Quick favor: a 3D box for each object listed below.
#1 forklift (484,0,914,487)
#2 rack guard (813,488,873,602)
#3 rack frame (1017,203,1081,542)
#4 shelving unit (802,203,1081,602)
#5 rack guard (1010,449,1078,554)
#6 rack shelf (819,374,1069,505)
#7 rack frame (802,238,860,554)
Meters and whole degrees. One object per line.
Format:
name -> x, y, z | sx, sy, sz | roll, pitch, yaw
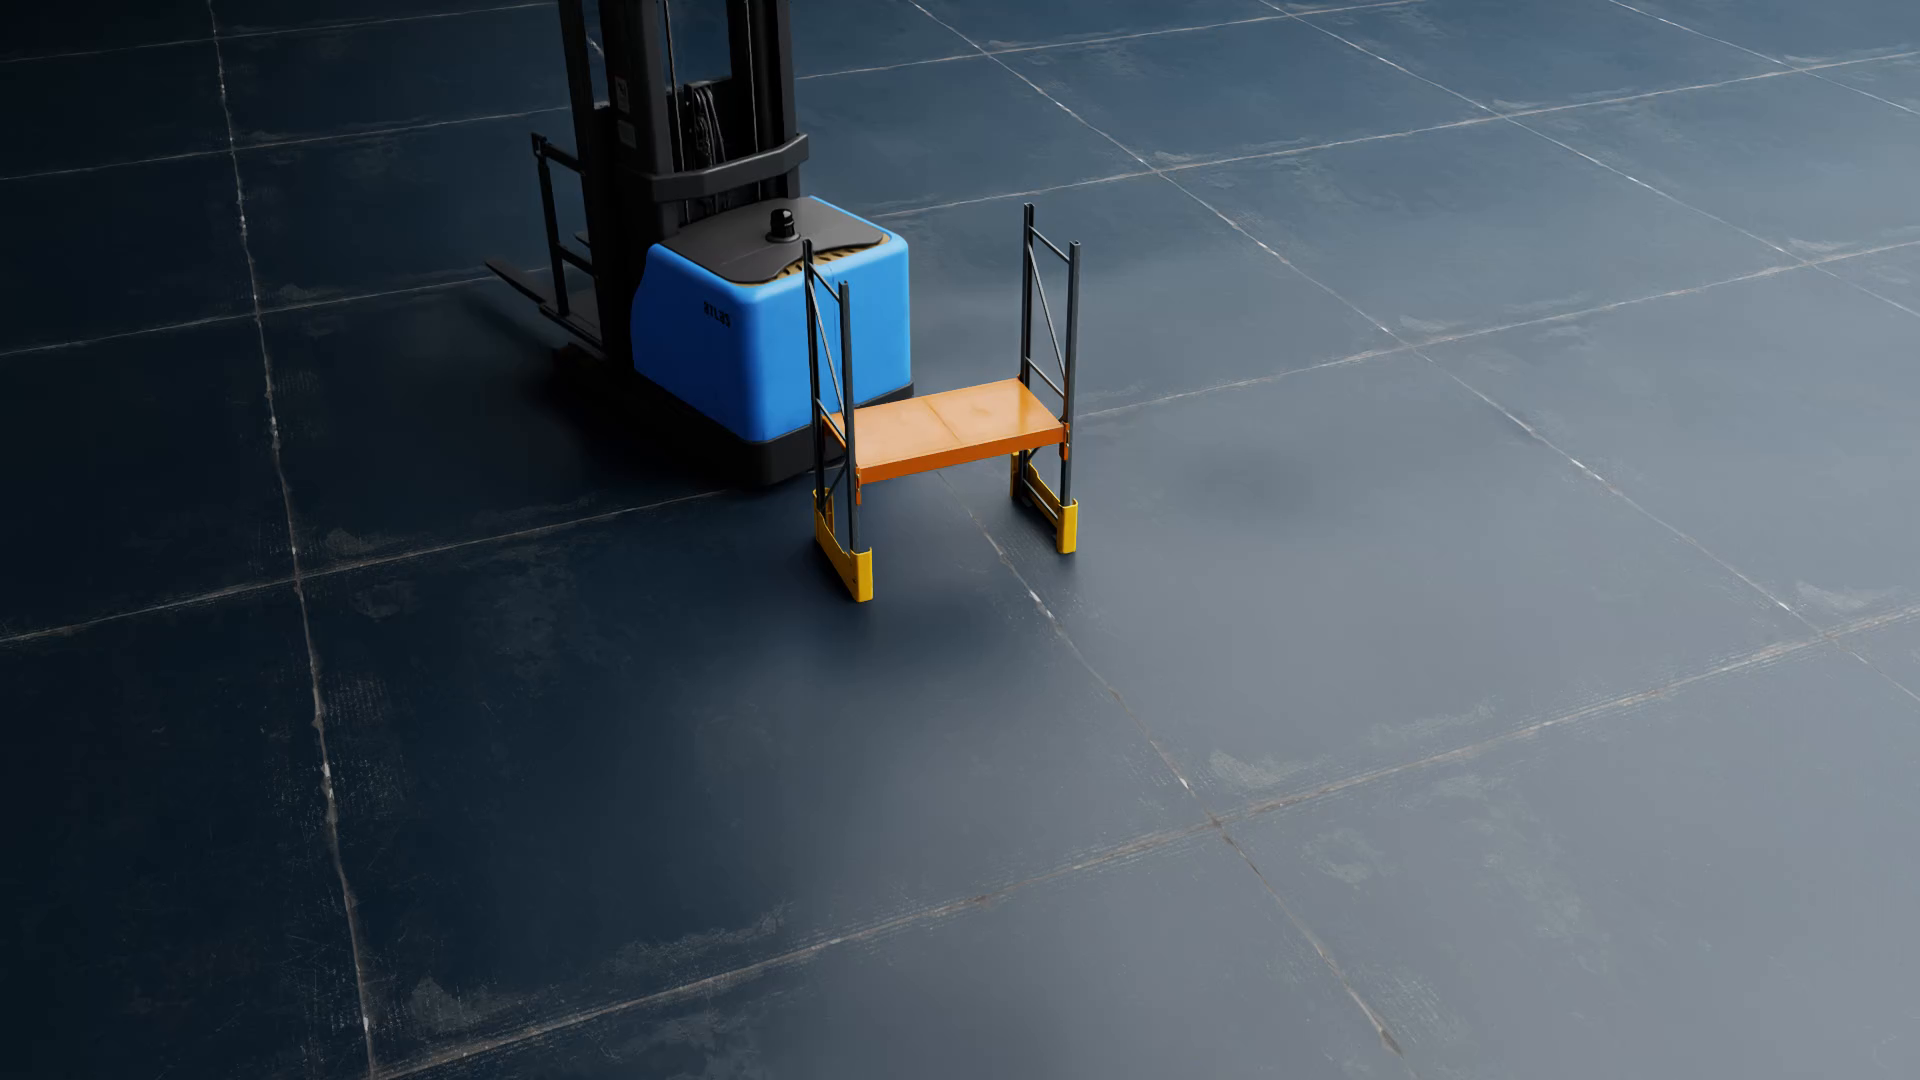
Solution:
forklift -> -1.584, -2.210, 8.459 | 1.130, 2.935, 3.031 | -26, 41, -34
rack guard -> -0.529, 0.016, 7.496 | 0.087, 0.250, 0.587 | -13, 35, -19
rack frame -> 0.390, -0.718, 7.478 | 0.032, 1.500, 0.500 | -13, 35, -19
shelving unit -> -0.070, -0.613, 7.316 | 1.083, 1.500, 0.587 | -13, 35, -19
rack guard -> 0.389, -0.194, 7.819 | 0.087, 0.250, 0.587 | -13, 35, -19
rack shelf -> -0.079, -0.460, 7.411 | 1.000, 0.185, 0.538 | -13, 35, -19
rack frame -> -0.547, -0.503, 7.148 | 0.032, 1.500, 0.500 | -13, 35, -19
